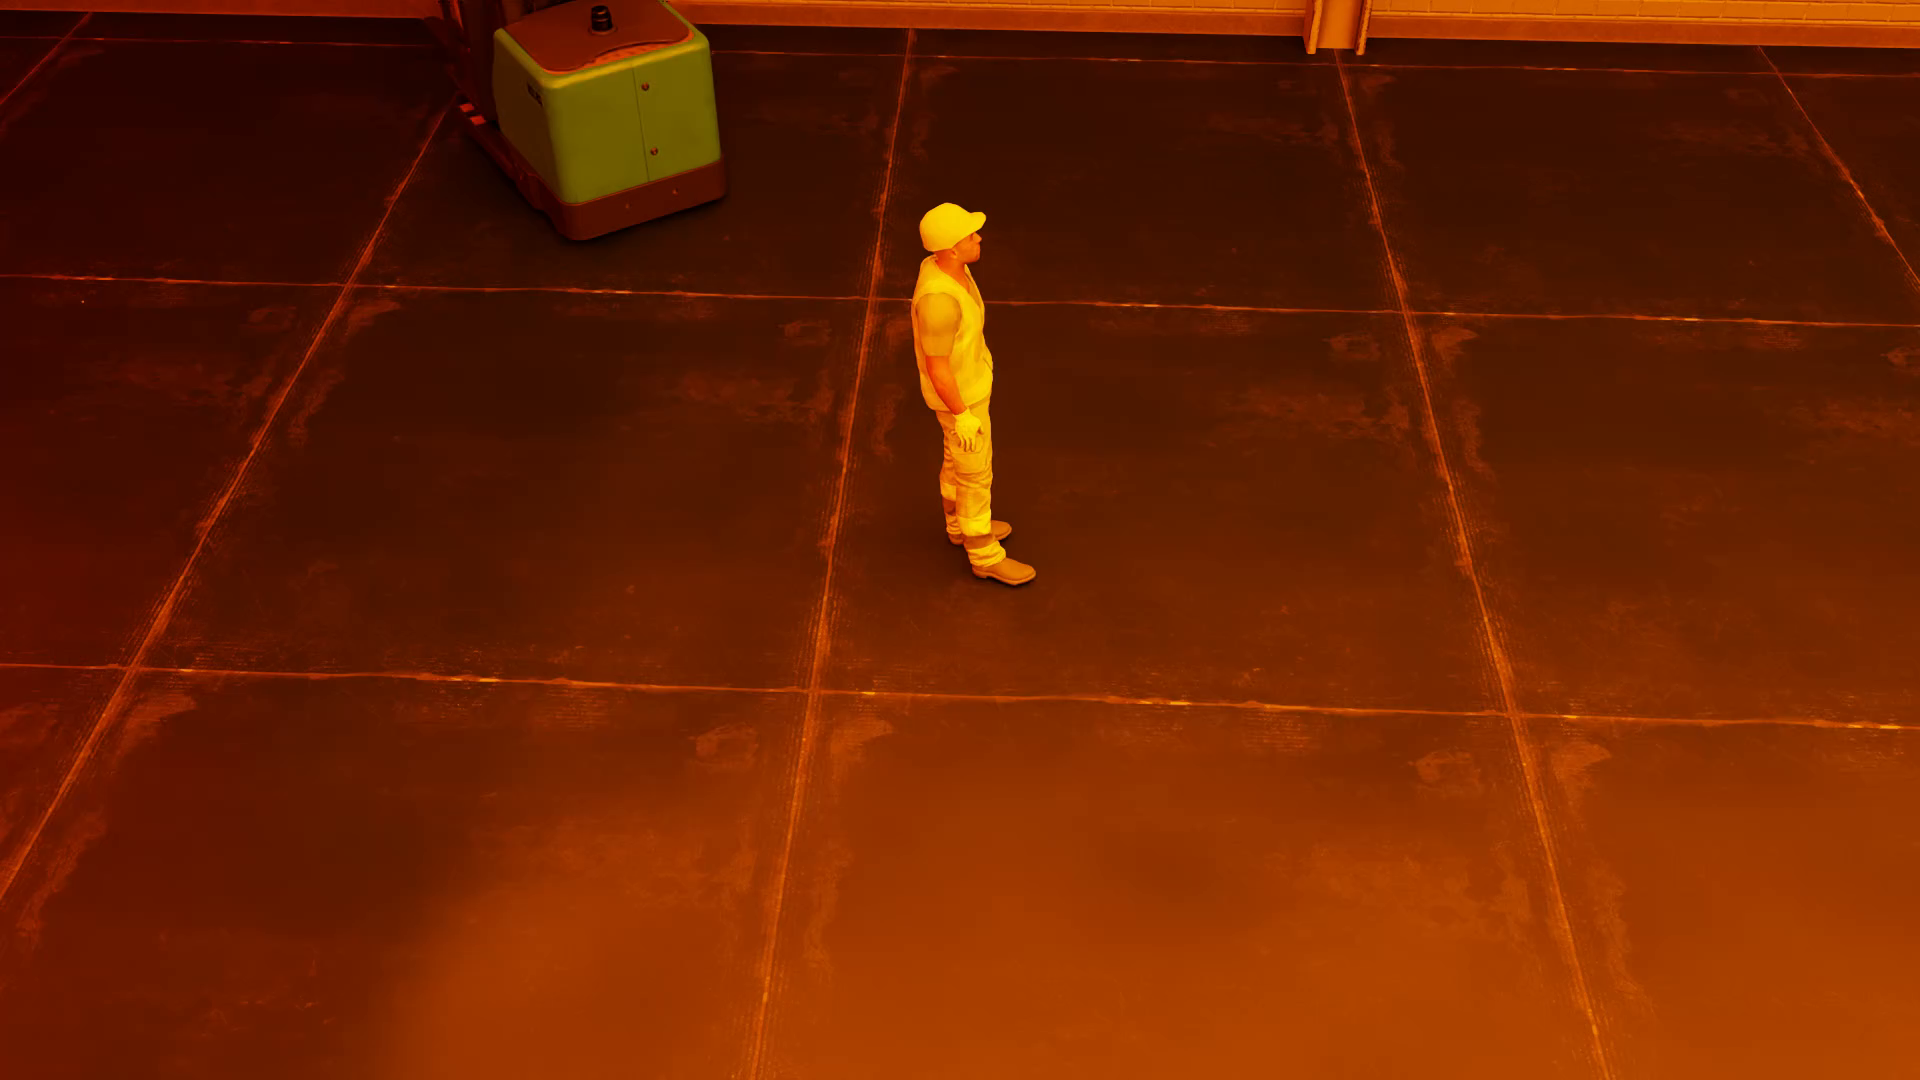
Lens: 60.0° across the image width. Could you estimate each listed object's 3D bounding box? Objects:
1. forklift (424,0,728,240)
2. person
[{"bbox_3d":[-2.631,-3.804,9.909,1.130,2.935,3.031,-23,47,-23],"label":"forklift"},{"bbox_3d":[0.080,-0.656,7.296,0.562,1.790,0.637,2,42,2],"label":"person"}]
